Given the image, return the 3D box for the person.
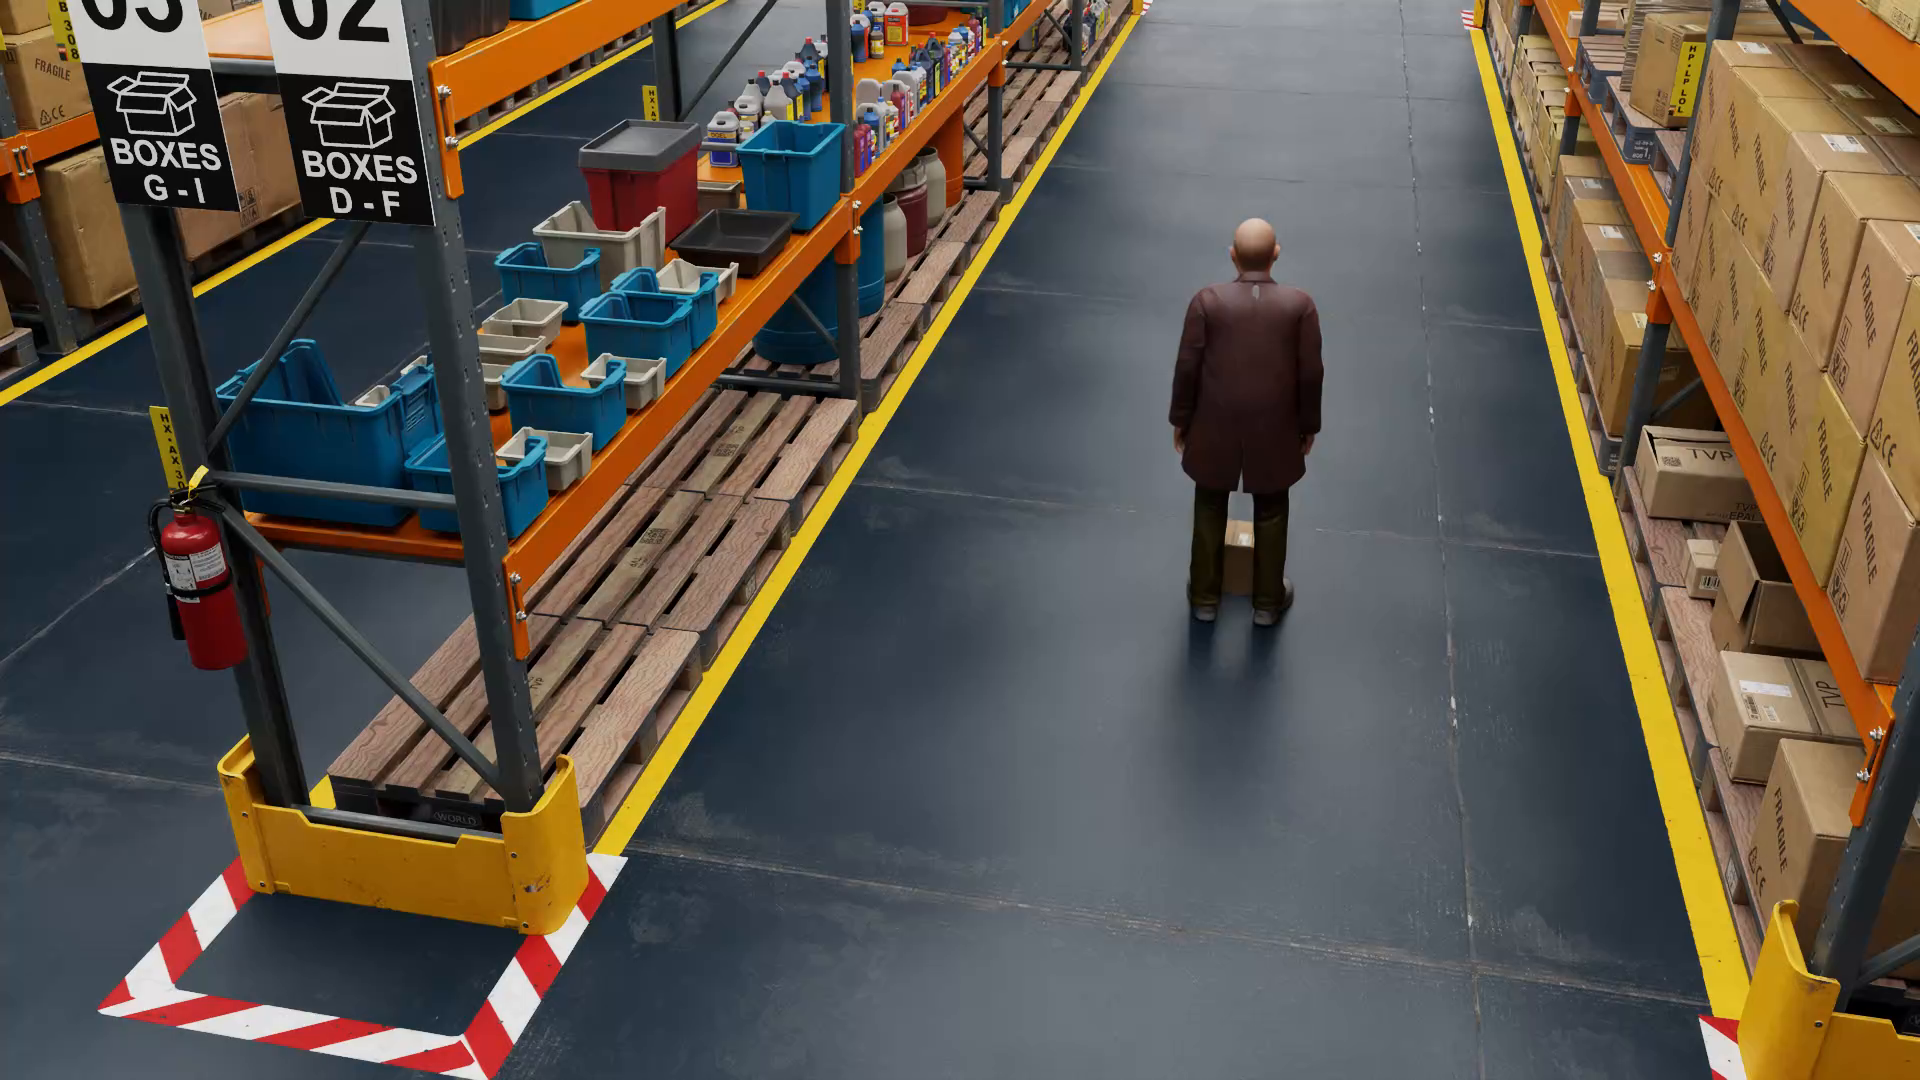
[{"bbox_3d":[1.199,-0.477,7.023,0.638,1.772,0.428,5,29,9],"label":"person"}]
